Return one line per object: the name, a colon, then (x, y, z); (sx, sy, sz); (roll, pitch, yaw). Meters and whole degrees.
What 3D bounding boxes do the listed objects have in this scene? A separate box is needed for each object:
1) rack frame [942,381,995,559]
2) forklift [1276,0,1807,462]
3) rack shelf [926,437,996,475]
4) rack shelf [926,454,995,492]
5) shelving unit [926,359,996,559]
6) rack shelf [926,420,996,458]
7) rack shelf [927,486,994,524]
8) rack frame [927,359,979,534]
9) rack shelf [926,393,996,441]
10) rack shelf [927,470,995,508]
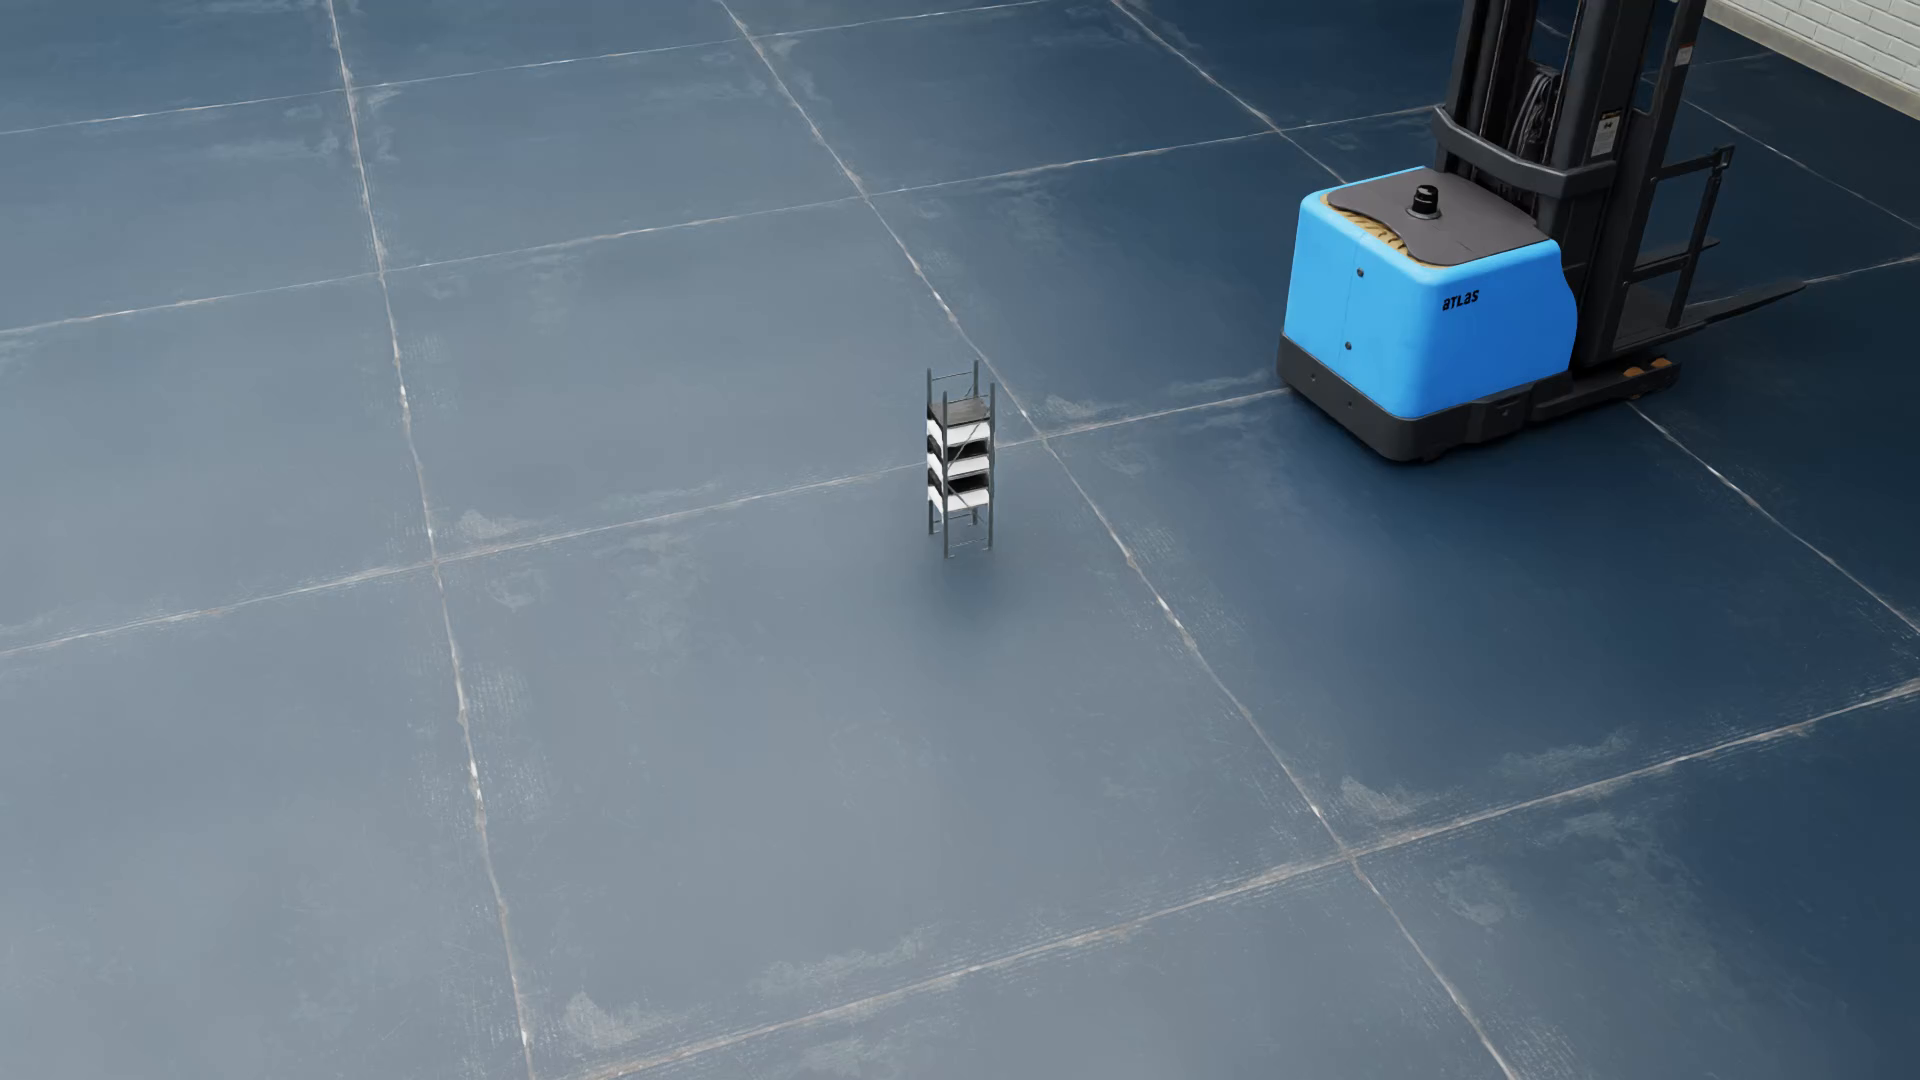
rack frame: (0.038, -0.297, 7.397); (0.240, 0.900, 0.006); (-12, 39, -16)
forklift: (3.224, -2.175, 8.201); (3.031, 2.935, 1.130); (-17, 40, -22)
rack shelf: (0.003, -0.400, 7.439); (0.258, 0.077, 0.200); (-12, 39, -16)
rack shelf: (0.003, -0.328, 7.493); (0.258, 0.077, 0.200); (-12, 39, -16)
shelving unit: (0.003, -0.355, 7.473); (0.258, 0.900, 0.210); (-12, 39, -16)
rack shelf: (0.003, -0.472, 7.385); (0.258, 0.077, 0.200); (-12, 39, -16)
rack shelf: (0.003, -0.184, 7.602); (0.258, 0.077, 0.200); (-12, 39, -16)
rack frame: (-0.032, -0.412, 7.549); (0.240, 0.900, 0.006); (-12, 39, -16)
rack shelf: (0.003, -0.544, 7.331); (0.258, 0.077, 0.200); (-12, 39, -16)
rack shelf: (0.003, -0.256, 7.547); (0.258, 0.077, 0.200); (-12, 39, -16)
